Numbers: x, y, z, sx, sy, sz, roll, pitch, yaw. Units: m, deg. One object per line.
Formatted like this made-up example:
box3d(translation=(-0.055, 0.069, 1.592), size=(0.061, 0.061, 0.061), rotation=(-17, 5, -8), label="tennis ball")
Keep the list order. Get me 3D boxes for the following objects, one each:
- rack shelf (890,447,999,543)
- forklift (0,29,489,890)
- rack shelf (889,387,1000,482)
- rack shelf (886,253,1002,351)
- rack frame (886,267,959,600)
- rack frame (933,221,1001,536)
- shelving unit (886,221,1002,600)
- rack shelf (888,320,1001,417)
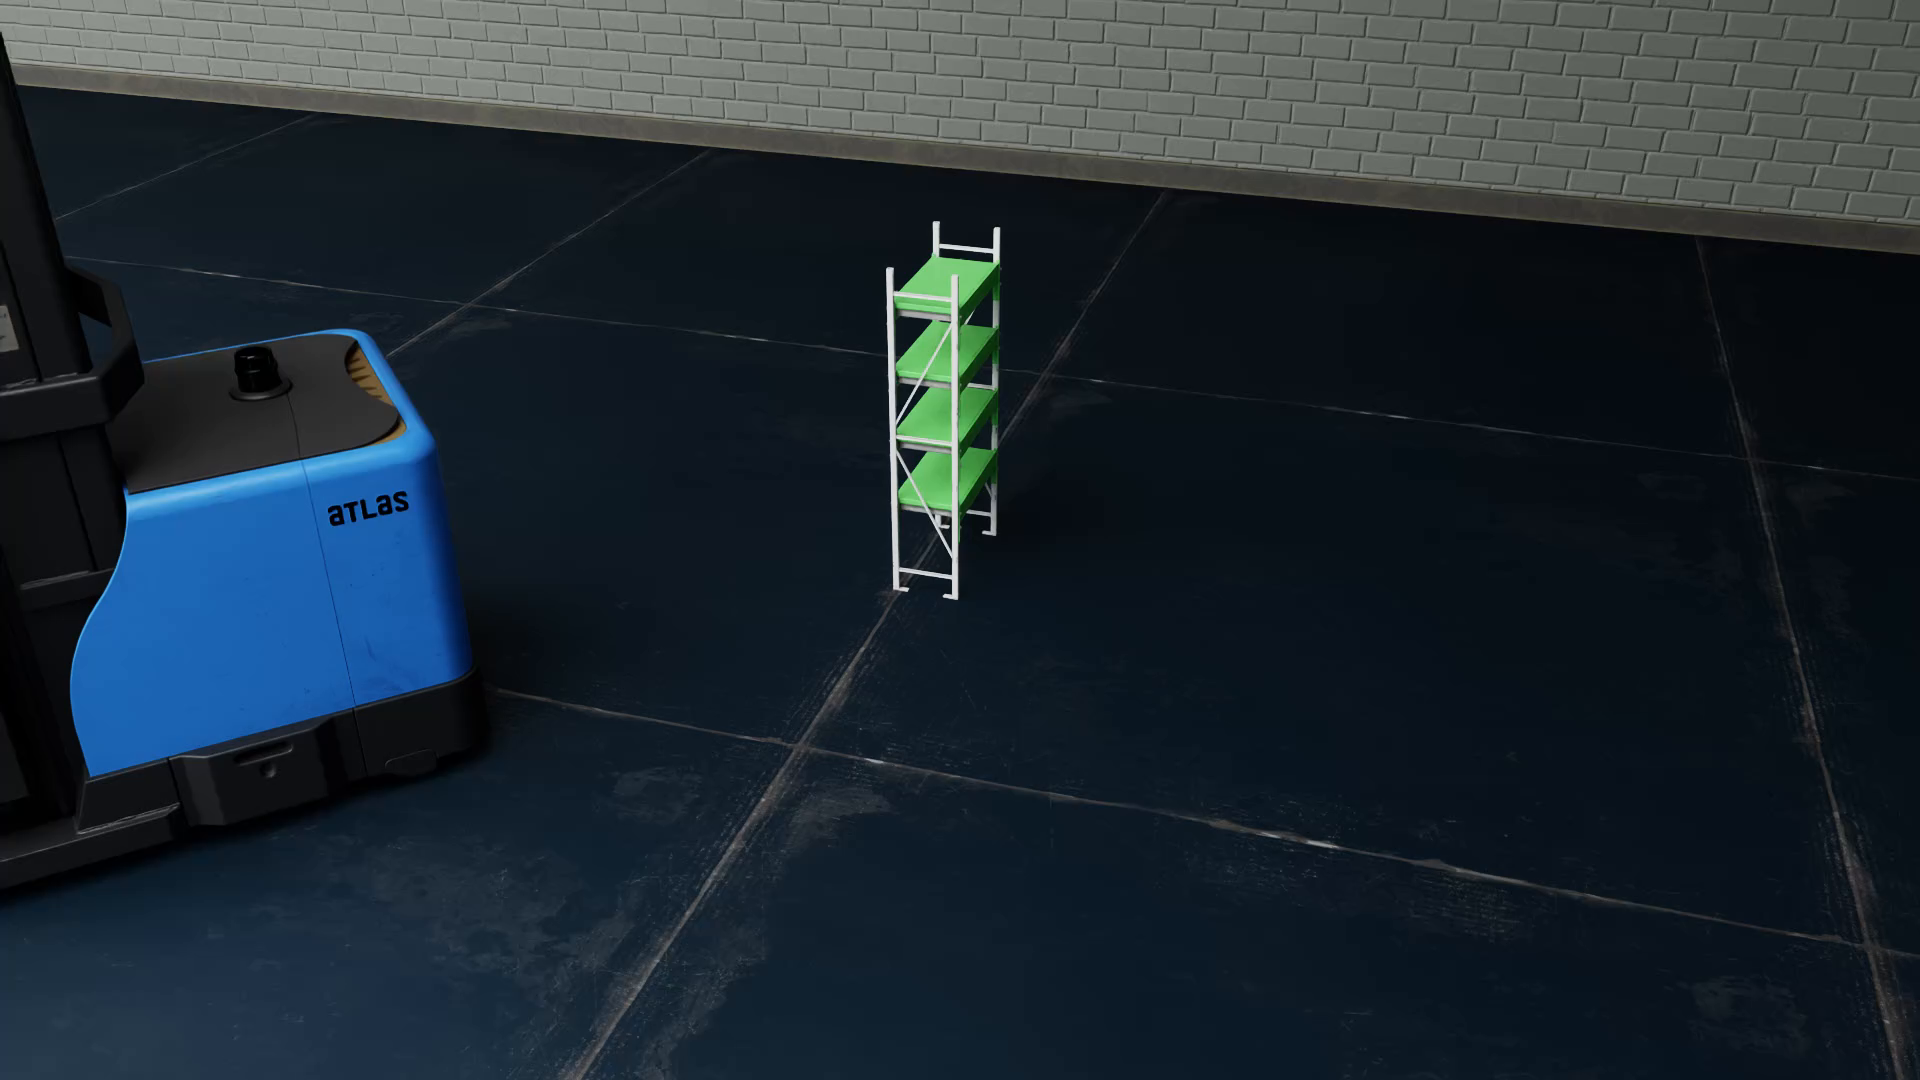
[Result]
box3d(translation=(-0.049, -0.182, 5.968), size=(0.258, 0.148, 0.480), rotation=(8, 30, 15), label="rack shelf")
box3d(translation=(-2.976, -0.484, 4.105), size=(3.031, 2.935, 1.130), rotation=(-15, 32, -25), label="forklift")
box3d(translation=(-0.049, -0.392, 5.851), size=(0.258, 0.148, 0.480), rotation=(8, 30, 15), label="rack shelf")
box3d(translation=(-0.049, -0.811, 5.618), size=(0.258, 0.148, 0.480), rotation=(8, 30, 15), label="rack shelf")
box3d(translation=(-0.120, -0.334, 5.616), size=(0.240, 1.200, 0.015), rotation=(8, 30, 15), label="rack frame")
box3d(translation=(0.023, -0.561, 6.024), size=(0.240, 1.200, 0.015), rotation=(8, 30, 15), label="rack frame")
box3d(translation=(-0.049, -0.447, 5.820), size=(0.258, 1.200, 0.503), rotation=(8, 30, 15), label="shelving unit")
box3d(translation=(-0.049, -0.601, 5.734), size=(0.258, 0.148, 0.480), rotation=(8, 30, 15), label="rack shelf")
